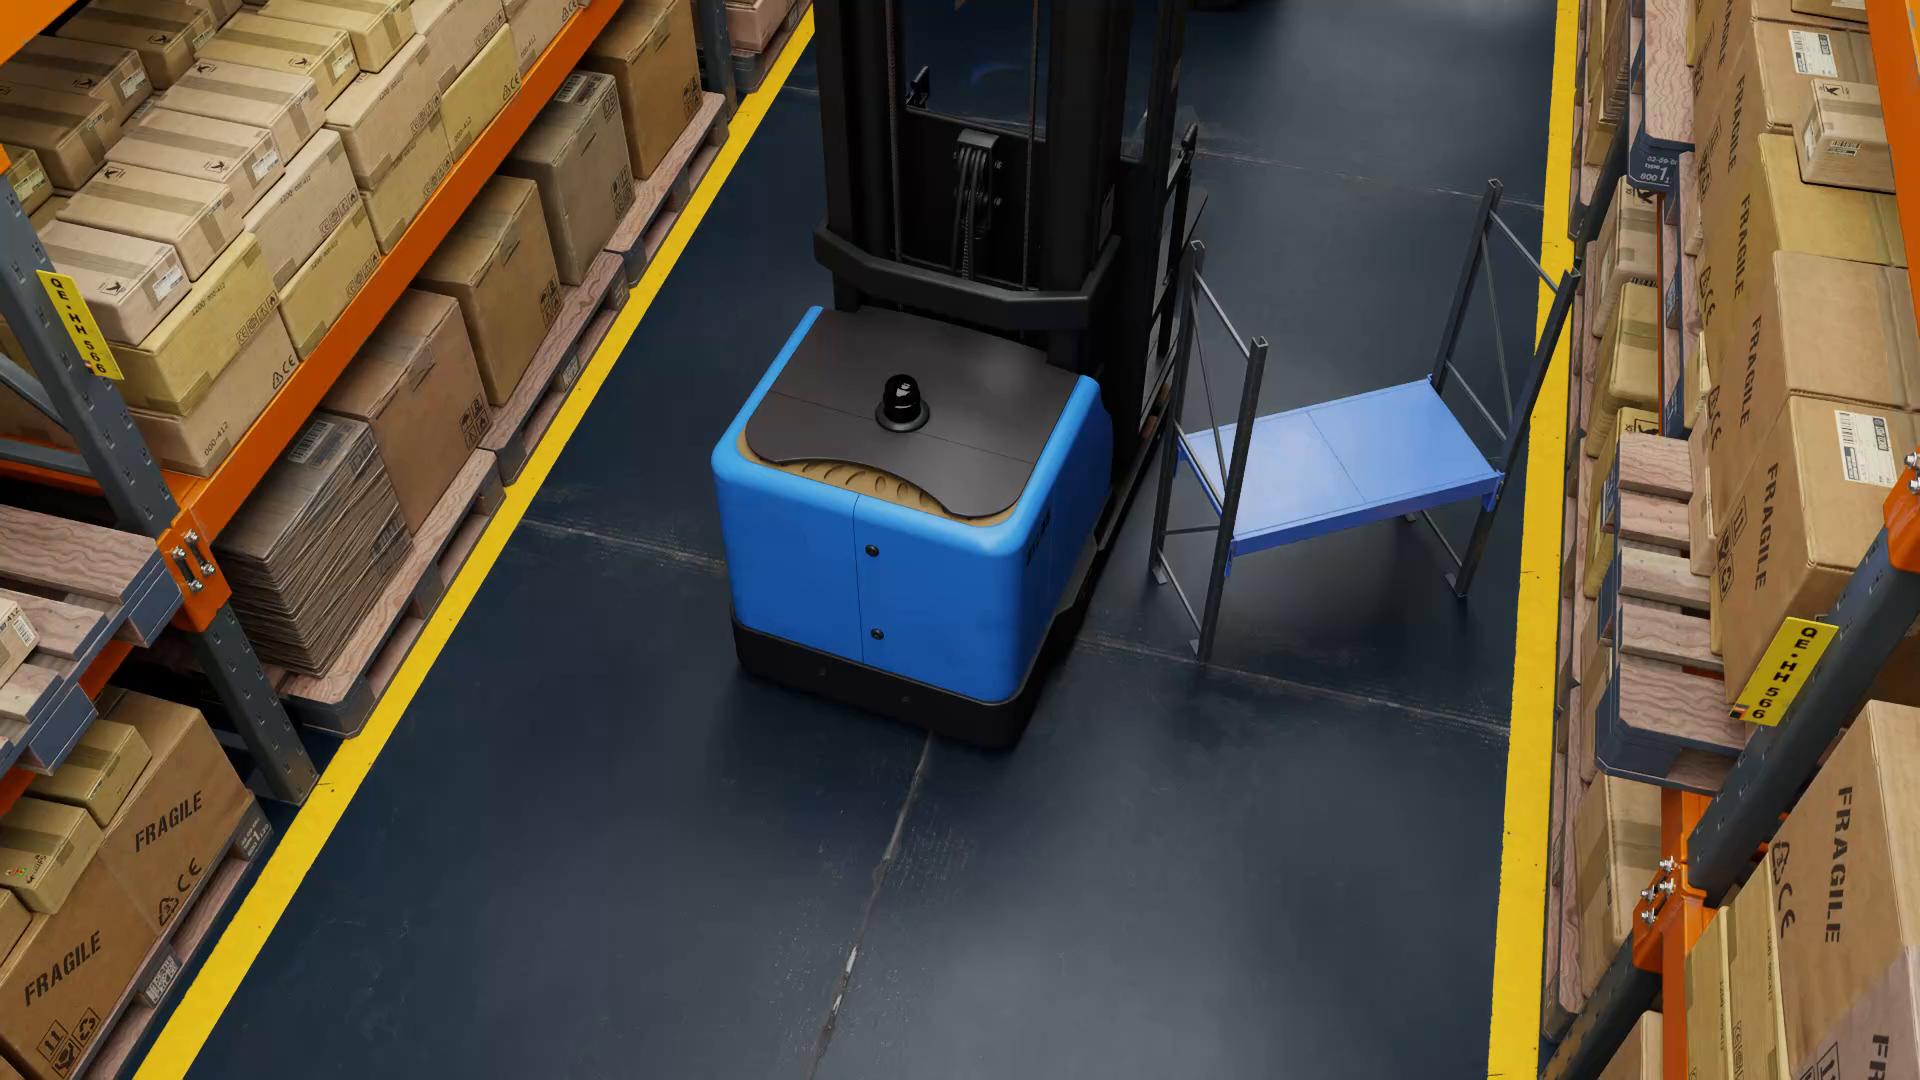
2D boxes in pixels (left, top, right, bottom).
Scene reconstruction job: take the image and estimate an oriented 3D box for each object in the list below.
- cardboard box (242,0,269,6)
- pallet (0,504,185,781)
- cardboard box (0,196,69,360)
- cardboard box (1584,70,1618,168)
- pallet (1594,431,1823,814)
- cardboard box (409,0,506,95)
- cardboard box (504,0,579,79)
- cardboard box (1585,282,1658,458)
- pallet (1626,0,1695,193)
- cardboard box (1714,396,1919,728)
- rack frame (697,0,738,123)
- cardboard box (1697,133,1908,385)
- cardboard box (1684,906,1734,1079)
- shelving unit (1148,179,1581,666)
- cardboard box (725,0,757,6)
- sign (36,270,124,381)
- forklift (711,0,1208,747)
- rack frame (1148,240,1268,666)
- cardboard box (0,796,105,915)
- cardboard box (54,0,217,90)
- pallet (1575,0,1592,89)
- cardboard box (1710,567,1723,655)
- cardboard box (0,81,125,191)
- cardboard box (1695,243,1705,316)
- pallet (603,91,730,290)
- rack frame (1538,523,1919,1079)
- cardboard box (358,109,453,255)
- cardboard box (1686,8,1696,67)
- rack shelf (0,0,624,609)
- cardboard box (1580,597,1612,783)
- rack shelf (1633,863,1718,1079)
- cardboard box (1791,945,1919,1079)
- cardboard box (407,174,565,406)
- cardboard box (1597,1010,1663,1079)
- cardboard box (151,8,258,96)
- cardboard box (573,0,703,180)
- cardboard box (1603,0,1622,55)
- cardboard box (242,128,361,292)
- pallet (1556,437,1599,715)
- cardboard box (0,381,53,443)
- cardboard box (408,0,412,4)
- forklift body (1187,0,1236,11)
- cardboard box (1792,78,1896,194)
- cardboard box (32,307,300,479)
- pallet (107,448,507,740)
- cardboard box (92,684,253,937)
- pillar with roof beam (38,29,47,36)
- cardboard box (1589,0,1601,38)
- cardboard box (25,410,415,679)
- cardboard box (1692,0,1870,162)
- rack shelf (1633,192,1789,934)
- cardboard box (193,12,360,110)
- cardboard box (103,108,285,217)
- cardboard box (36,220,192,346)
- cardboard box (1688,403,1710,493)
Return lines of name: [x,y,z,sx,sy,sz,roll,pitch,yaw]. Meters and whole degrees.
cardboard box: [-2.356,-1.891,5.419,0.380,0.149,0.250,13,50,11]
pallet: [-2.743,0.314,4.101,1.213,0.211,1.003,12,50,10]
cardboard box: [-2.782,-0.750,4.677,0.500,0.250,0.500,13,50,11]
cardboard box: [3.107,-1.880,7.463,0.500,0.250,0.500,14,50,12]
pallet: [2.242,0.250,4.157,1.213,0.211,1.003,12,50,10]
cardboard box: [-1.881,-1.754,5.564,0.500,0.250,0.500,12,50,11]
cardboard box: [-1.747,-1.964,6.083,0.500,0.250,0.500,12,50,10]
cardboard box: [2.889,-0.539,6.198,0.950,0.372,0.625,14,50,12]
pallet: [2.869,-1.583,5.774,1.003,0.211,1.213,12,50,10]
cardboard box: [2.009,0.069,3.644,0.500,0.500,0.500,10,49,9]
rack frame: [-1.579,-3.147,7.027,1.000,3.000,0.127,12,50,10]
cardboard box: [2.266,-0.673,4.298,0.500,0.500,0.500,9,49,7]
cardboard box: [1.786,1.077,3.399,0.500,0.250,0.500,11,49,9]
shelving unit: [1.273,-0.350,5.559,1.048,1.500,0.538,-13,50,-12]
cardboard box: [-1.154,-2.831,7.968,0.500,0.250,0.500,11,50,10]
sign: [-2.106,-0.511,3.981,0.100,0.325,0.005,12,50,10]
forklift: [0.227,-1.407,5.537,1.130,2.935,3.031,16,51,14]
rack frame: [0.789,-0.235,5.457,0.032,1.500,0.500,-13,50,-12]
cardboard box: [-2.560,0.830,4.471,0.380,0.149,0.250,9,49,8]
cardboard box: [-2.512,-1.529,5.099,0.380,0.149,0.250,11,50,10]
pallet: [3.672,-2.626,8.427,1.003,0.211,1.213,12,50,10]
cardboard box: [2.018,0.175,3.982,0.380,0.149,0.250,12,50,11]
cardboard box: [-2.654,-1.164,4.777,0.380,0.149,0.250,12,50,10]
cardboard box: [2.348,-0.753,4.801,0.380,0.149,0.250,10,49,9]
pallet: [-1.736,-1.684,7.595,1.003,0.211,1.213,12,50,10]
rack frame: [2.158,0.723,3.611,1.000,3.000,0.127,12,50,10]
cardboard box: [-2.014,-1.214,5.421,0.500,0.250,0.500,10,49,9]
cardboard box: [2.686,-1.710,5.646,0.380,0.149,0.250,12,50,11]
rack shelf: [-2.106,-1.463,6.020,1.077,0.370,4.000,12,50,10]
cardboard box: [2.502,0.511,5.271,0.950,0.372,0.625,11,49,9]
rack shelf: [1.631,2.407,2.604,1.077,0.370,4.000,12,50,10]
cardboard box: [1.671,1.028,2.609,0.500,0.500,0.500,12,50,10]
cardboard box: [-2.113,-1.017,6.451,0.875,0.625,0.625,10,49,8]
cardboard box: [1.896,1.770,3.824,0.875,0.875,0.875,11,50,10]
cardboard box: [-2.514,-1.482,5.324,0.500,0.250,0.500,11,50,10]
cardboard box: [-1.706,-2.121,7.425,0.875,0.625,0.625,14,50,12]
cardboard box: [3.239,-2.497,7.507,0.500,0.500,0.500,12,50,11]
cardboard box: [-2.147,-1.005,4.903,0.500,0.250,0.500,13,50,11]
pallet: [2.688,0.201,5.932,1.003,0.211,1.213,12,50,10]
cardboard box: [-2.761,-0.580,4.861,0.500,0.250,0.500,11,49,9]
cardboard box: [-1.959,-1.817,5.354,0.380,0.149,0.250,12,50,10]
forklift body: [0.734,-4.028,8.371,2.313,2.155,1.214,12,50,10]
cardboard box: [2.316,-1.001,4.155,0.380,0.149,0.250,9,49,8]
cardboard box: [-2.280,-0.477,4.771,0.500,0.250,0.500,12,50,10]
pallet: [-2.378,0.081,6.038,1.003,0.211,1.213,12,50,10]
cardboard box: [-2.536,0.782,4.946,0.500,0.500,0.500,13,50,11]
pillar with roof beam: [0.995,-2.511,2.464,9.100,9.000,0.400,12,50,10]
cardboard box: [3.376,-2.634,8.128,0.500,0.250,0.500,12,50,11]
cardboard box: [-2.455,-0.056,5.602,0.875,0.625,0.625,13,50,11]
cardboard box: [2.536,-1.441,4.976,0.500,0.500,0.500,11,50,10]
rack shelf: [2.684,-0.486,5.158,1.077,0.370,4.000,12,50,10]
cardboard box: [-2.058,-1.438,5.019,0.380,0.149,0.250,12,50,10]
cardboard box: [-2.152,-1.059,4.684,0.380,0.149,0.250,13,50,11]
cardboard box: [-2.264,-0.674,4.345,0.380,0.149,0.250,13,50,11]
cardboard box: [2.115,-0.196,4.310,0.380,0.149,0.250,9,49,8]
